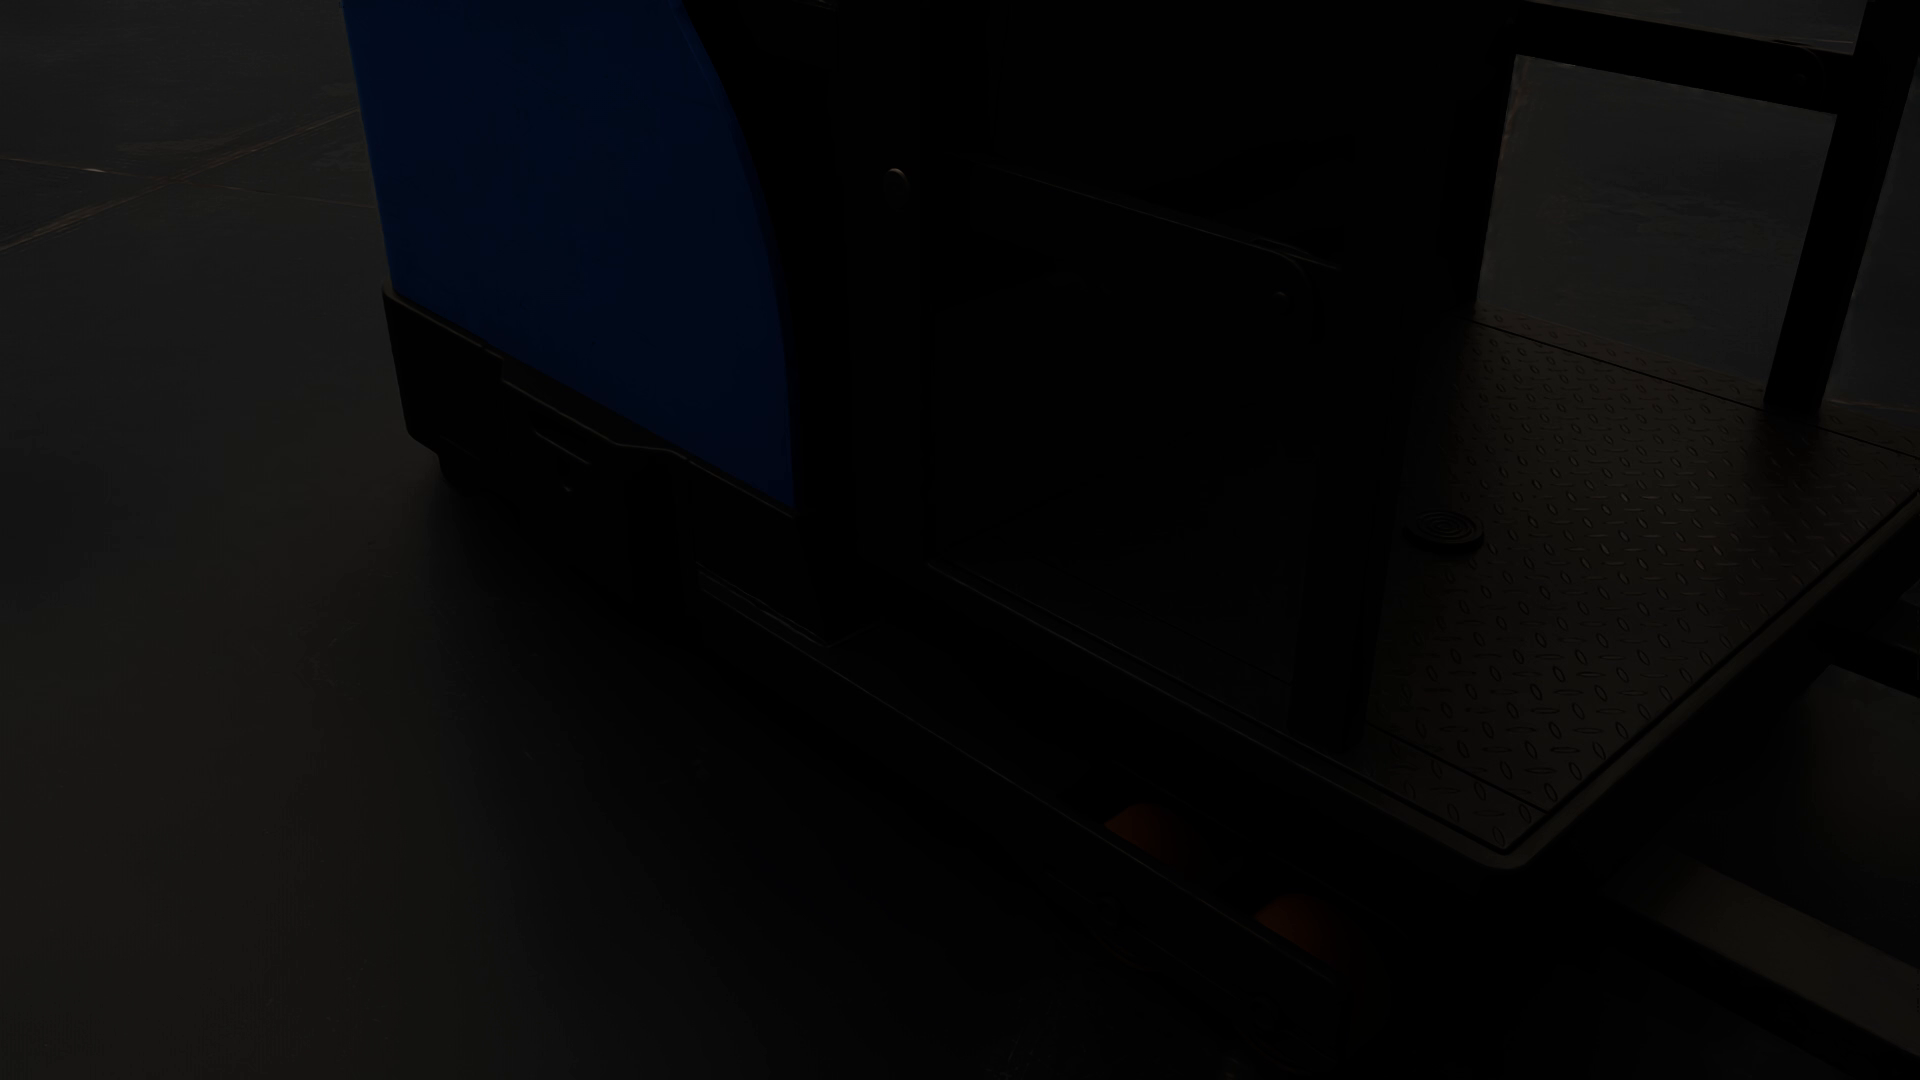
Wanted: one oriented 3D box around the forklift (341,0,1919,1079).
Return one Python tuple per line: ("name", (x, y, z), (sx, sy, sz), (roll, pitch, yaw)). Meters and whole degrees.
("forklift", (0.491, -1.053, 1.385), (1.130, 2.935, 3.031), (-25, 38, -37))
